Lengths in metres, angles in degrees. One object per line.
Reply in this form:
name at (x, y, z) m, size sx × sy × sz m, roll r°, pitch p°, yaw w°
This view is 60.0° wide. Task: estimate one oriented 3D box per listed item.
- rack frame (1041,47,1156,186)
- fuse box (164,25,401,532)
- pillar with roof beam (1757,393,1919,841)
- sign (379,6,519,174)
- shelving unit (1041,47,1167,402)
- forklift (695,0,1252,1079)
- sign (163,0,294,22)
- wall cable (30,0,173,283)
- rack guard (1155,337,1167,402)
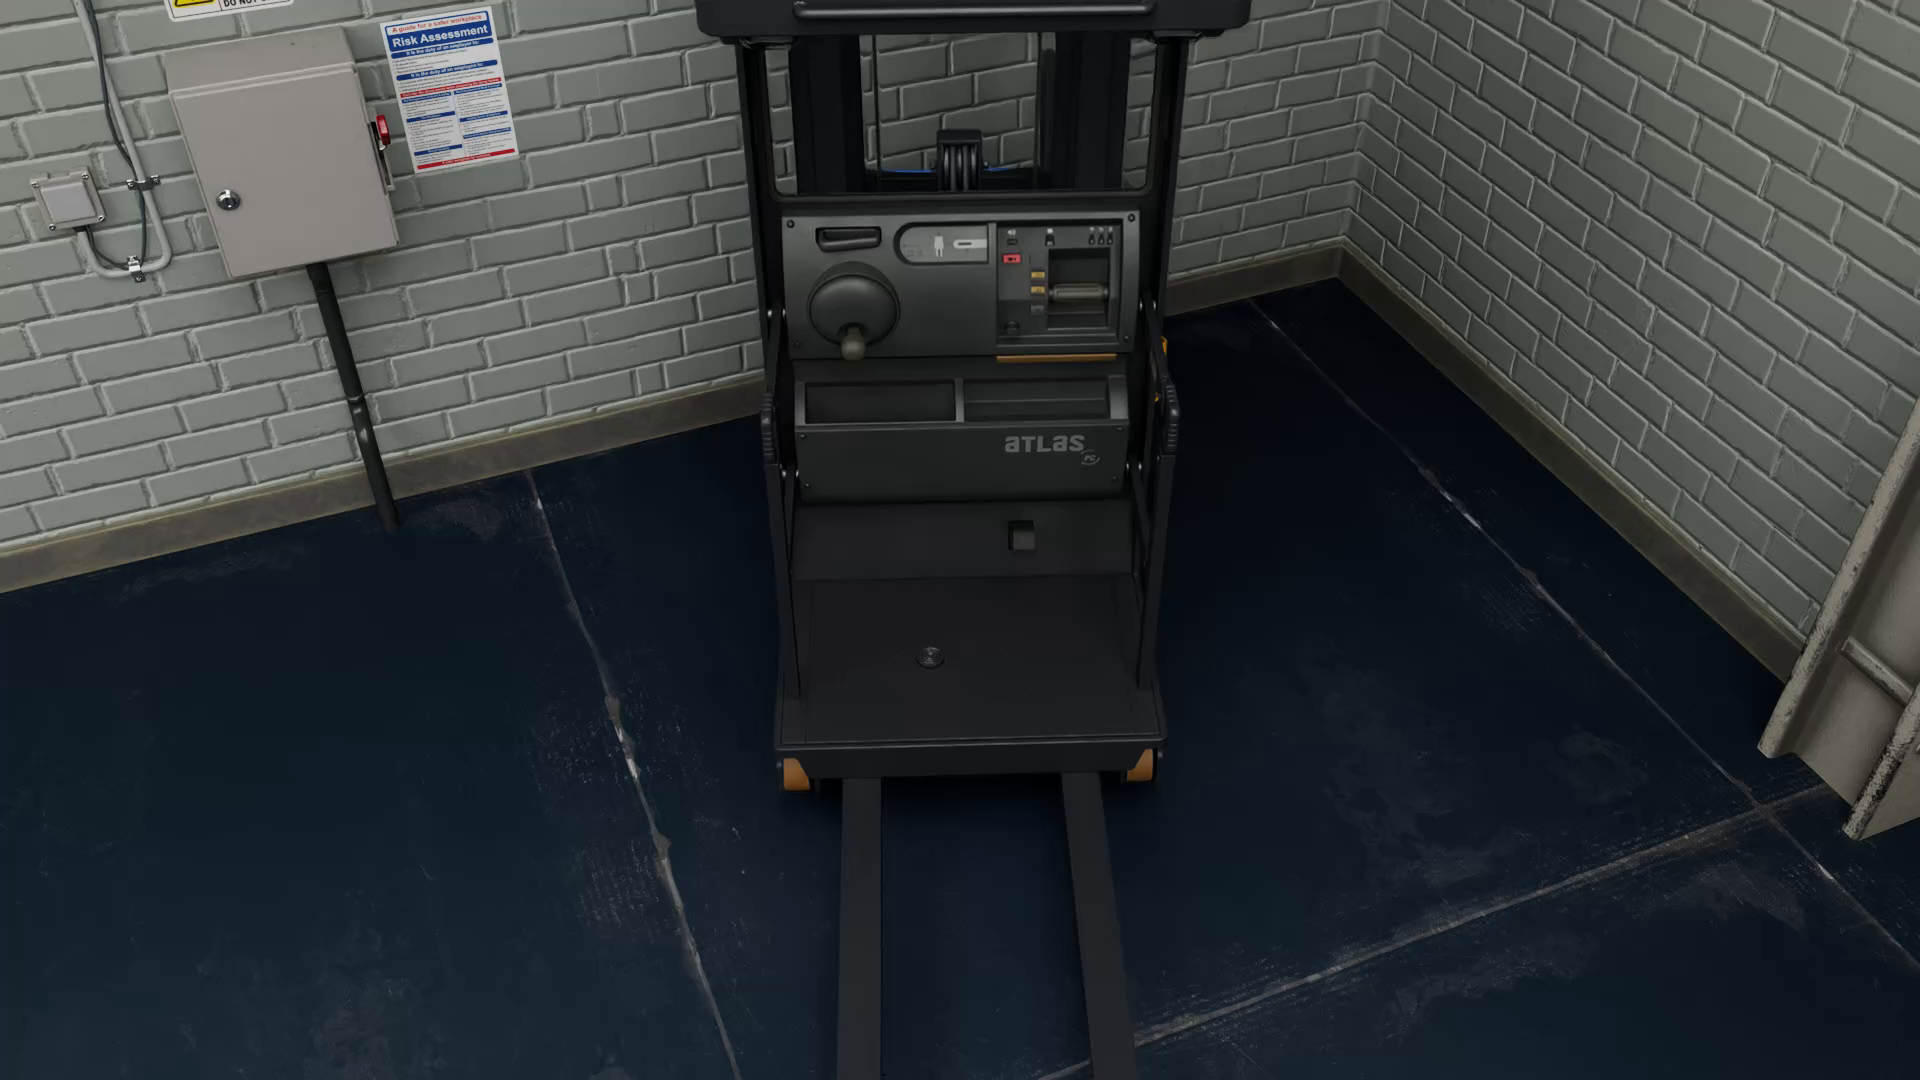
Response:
rack frame at (0.496, -1.026, 5.731) m, size 0.500 × 1.500 × 0.032 m, roll -23°, pitch 44°, yaw -23°
fuse box at (-1.945, -0.683, 5.232) m, size 0.539 × 1.711 × 0.414 m, roll -15°, pitch 43°, yaw -17°
pillar with roof beam at (-1.354, -1.635, 0.749) m, size 9.100 × 9.000 × 0.400 m, roll -15°, pitch 43°, yaw -17°
sign at (-1.568, -1.384, 5.131) m, size 0.329 × 0.494 × 0.001 m, roll -15°, pitch 43°, yaw -17°
shelving unit at (0.225, -1.300, 6.076) m, size 0.587 × 1.500 × 1.083 m, roll -23°, pitch 44°, yaw -23°
forklift at (0.015, -0.591, 4.189) m, size 1.130 × 2.935 × 3.031 m, roll -1°, pitch 41°, yaw -2°
sign at (-2.075, -1.596, 4.672) m, size 0.339 × 0.242 × 0.001 m, roll -15°, pitch 43°, yaw -17°
wall cable at (-2.636, -1.481, 4.393) m, size 0.588 × 1.984 × 0.122 m, roll -15°, pitch 43°, yaw -17°
rack guard at (0.506, -0.555, 6.142) m, size 0.587 × 0.250 × 0.087 m, roll -23°, pitch 44°, yaw -23°
